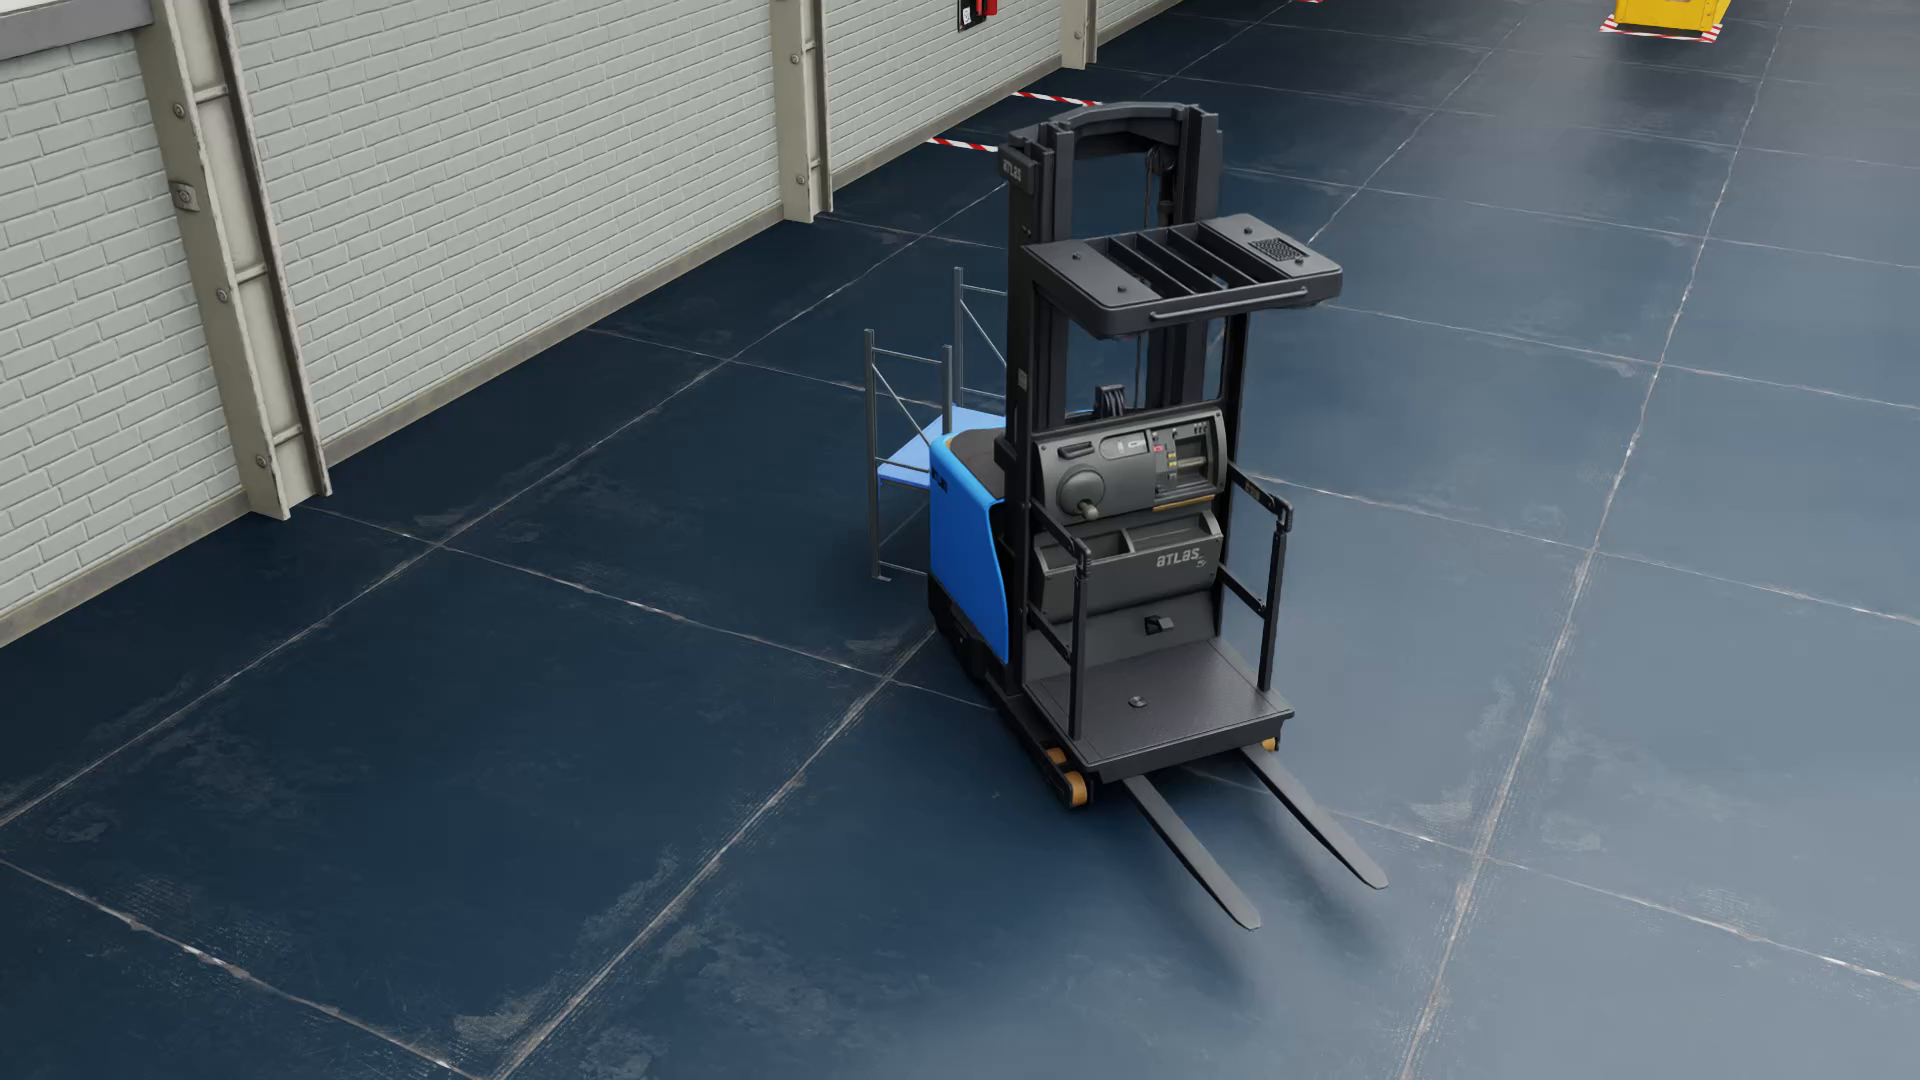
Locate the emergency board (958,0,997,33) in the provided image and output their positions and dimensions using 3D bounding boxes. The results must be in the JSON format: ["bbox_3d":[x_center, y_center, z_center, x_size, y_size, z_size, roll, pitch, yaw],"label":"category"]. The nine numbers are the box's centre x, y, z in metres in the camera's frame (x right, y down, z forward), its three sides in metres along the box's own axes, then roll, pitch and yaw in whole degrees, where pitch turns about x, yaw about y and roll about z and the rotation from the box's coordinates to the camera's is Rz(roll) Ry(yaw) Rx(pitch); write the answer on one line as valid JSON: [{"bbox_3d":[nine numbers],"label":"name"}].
[{"bbox_3d":[0.215,-5.772,16.789,0.194,1.169,0.643,14,33,23],"label":"emergency board"}]

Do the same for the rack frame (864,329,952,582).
[{"bbox_3d":[-0.270,-0.387,8.918,0.500,1.500,0.032,14,33,23],"label":"rack frame"}]

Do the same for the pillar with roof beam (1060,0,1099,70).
[{"bbox_3d":[5.207,-8.484,15.487,9.100,9.000,0.400,14,33,23],"label":"pillar with roof beam"}]

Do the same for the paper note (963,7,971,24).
[{"bbox_3d":[0.072,-5.327,16.899,0.016,0.148,0.142,14,33,23],"label":"paper note"}]

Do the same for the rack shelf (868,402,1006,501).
[{"bbox_3d":[-0.039,-0.457,9.400,0.538,0.185,1.000,14,33,23],"label":"rack shelf"}]

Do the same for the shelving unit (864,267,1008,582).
[{"bbox_3d":[-0.039,-0.613,9.311,0.538,1.500,1.048,14,33,23],"label":"shelving unit"}]

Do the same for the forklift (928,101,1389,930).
[{"bbox_3d":[0.867,-0.288,7.309,1.130,2.935,3.031,-12,32,-20],"label":"forklift"}]

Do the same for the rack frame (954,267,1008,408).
[{"bbox_3d":[0.193,-0.838,9.703,0.500,1.500,0.032,14,33,23],"label":"rack frame"}]

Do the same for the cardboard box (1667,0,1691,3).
[{"bbox_3d":[9.413,-7.067,21.384,0.500,0.250,0.500,14,33,23],"label":"cardboard box"}]

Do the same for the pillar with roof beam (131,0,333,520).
[{"bbox_3d":[-0.260,-3.164,6.224,9.100,9.000,0.400,14,33,23],"label":"pillar with roof beam"}]

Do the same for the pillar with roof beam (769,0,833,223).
[{"bbox_3d":[2.473,-5.824,10.856,9.100,9.000,0.400,14,33,23],"label":"pillar with roof beam"}]

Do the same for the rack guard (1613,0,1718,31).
[{"bbox_3d":[8.959,-6.796,21.082,1.175,0.500,0.348,14,33,23],"label":"rack guard"}]
